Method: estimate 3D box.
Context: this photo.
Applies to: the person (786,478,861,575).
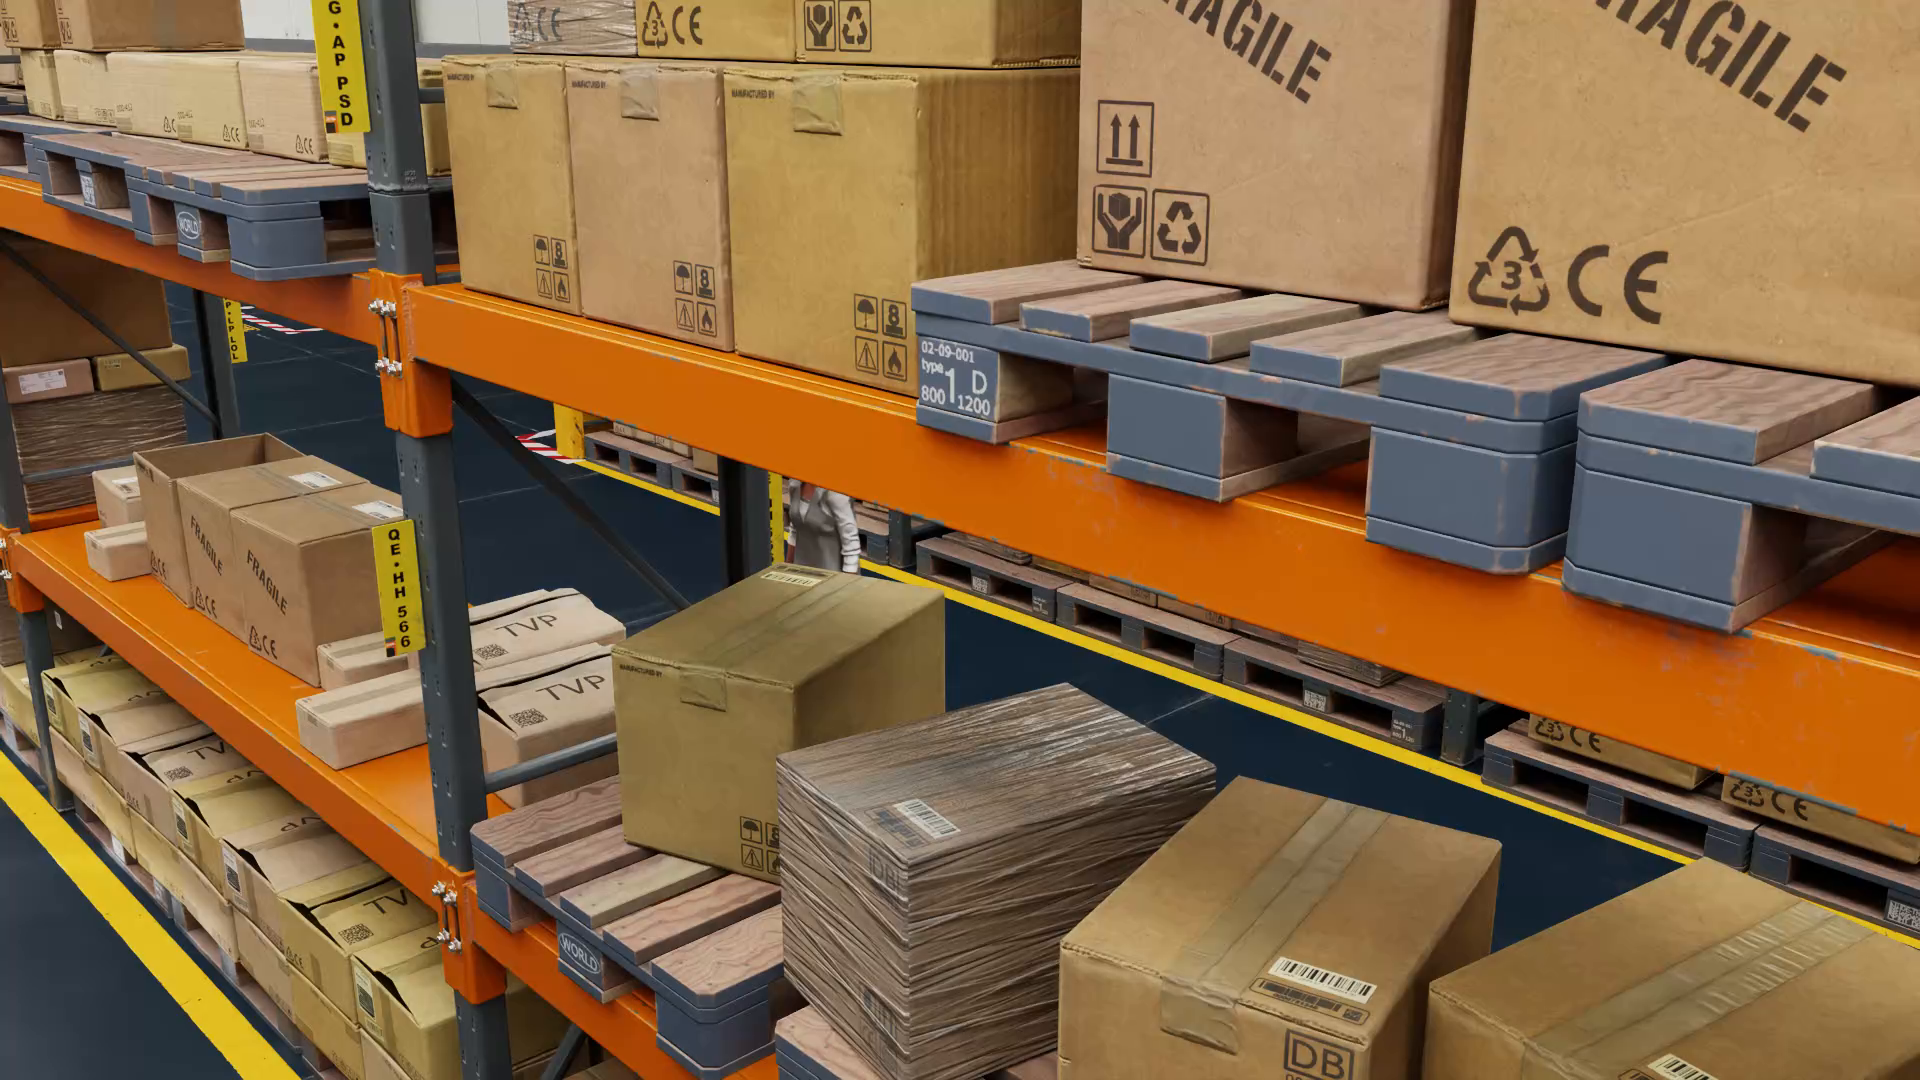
[{"bbox_3d":[-0.661,0.218,7.880,0.347,1.592,0.477,-17,24,-42],"label":"person"}]
